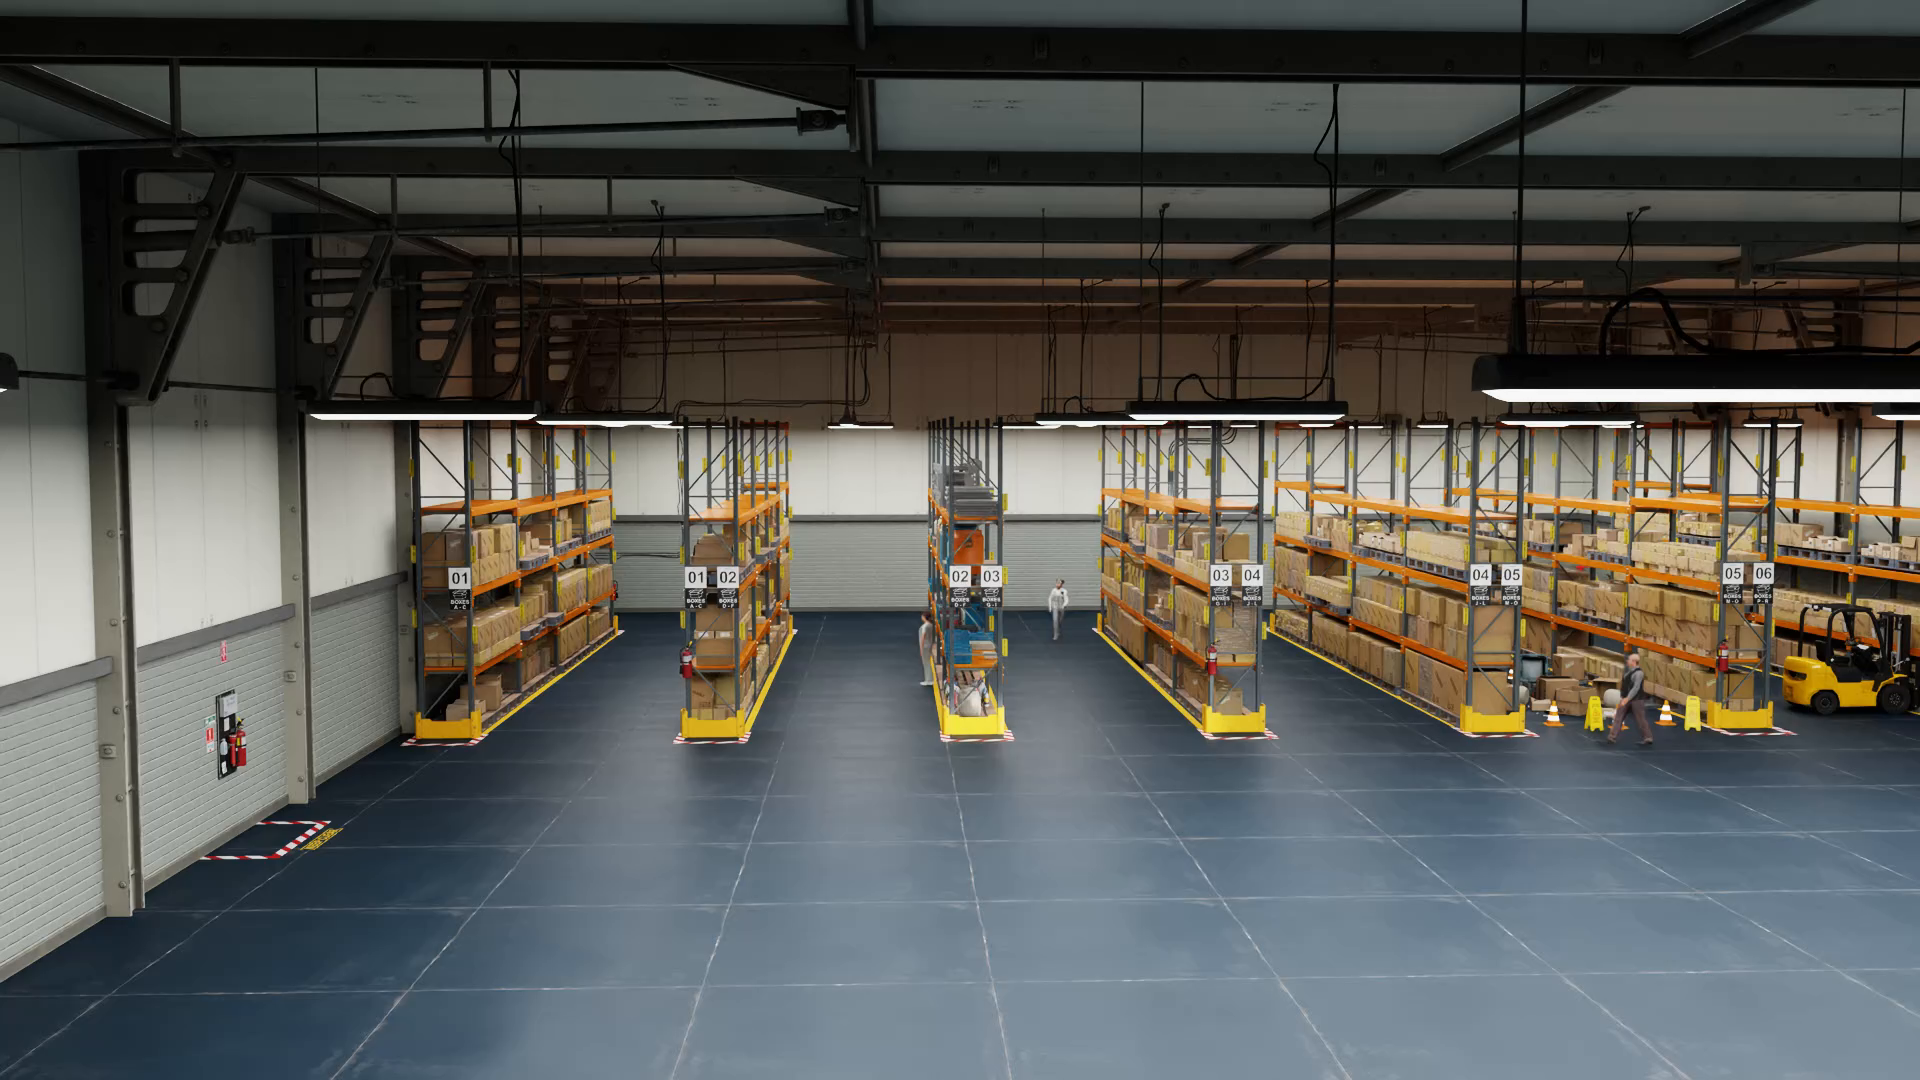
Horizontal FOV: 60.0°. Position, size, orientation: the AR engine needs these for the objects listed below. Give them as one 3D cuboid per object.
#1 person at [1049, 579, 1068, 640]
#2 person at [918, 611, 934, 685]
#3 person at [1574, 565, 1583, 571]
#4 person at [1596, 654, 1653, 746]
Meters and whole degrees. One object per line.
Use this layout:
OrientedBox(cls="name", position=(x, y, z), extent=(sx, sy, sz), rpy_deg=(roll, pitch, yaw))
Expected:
OrientedBox(cls="person", position=(2.741, 1.910, 46.071), extent=(0.516, 1.700, 0.908), rpy_deg=(0, 4, -2))
OrientedBox(cls="person", position=(-0.759, 2.452, 37.491), extent=(0.374, 1.709, 0.536), rpy_deg=(1, 4, 17))
OrientedBox(cls="person", position=(18.371, 1.617, 49.375), extent=(0.787, 1.779, 0.593), rpy_deg=(0, 4, 0))
OrientedBox(cls="person", position=(12.100, 2.898, 30.079), extent=(0.981, 1.672, 0.524), rpy_deg=(-1, 4, -14))
